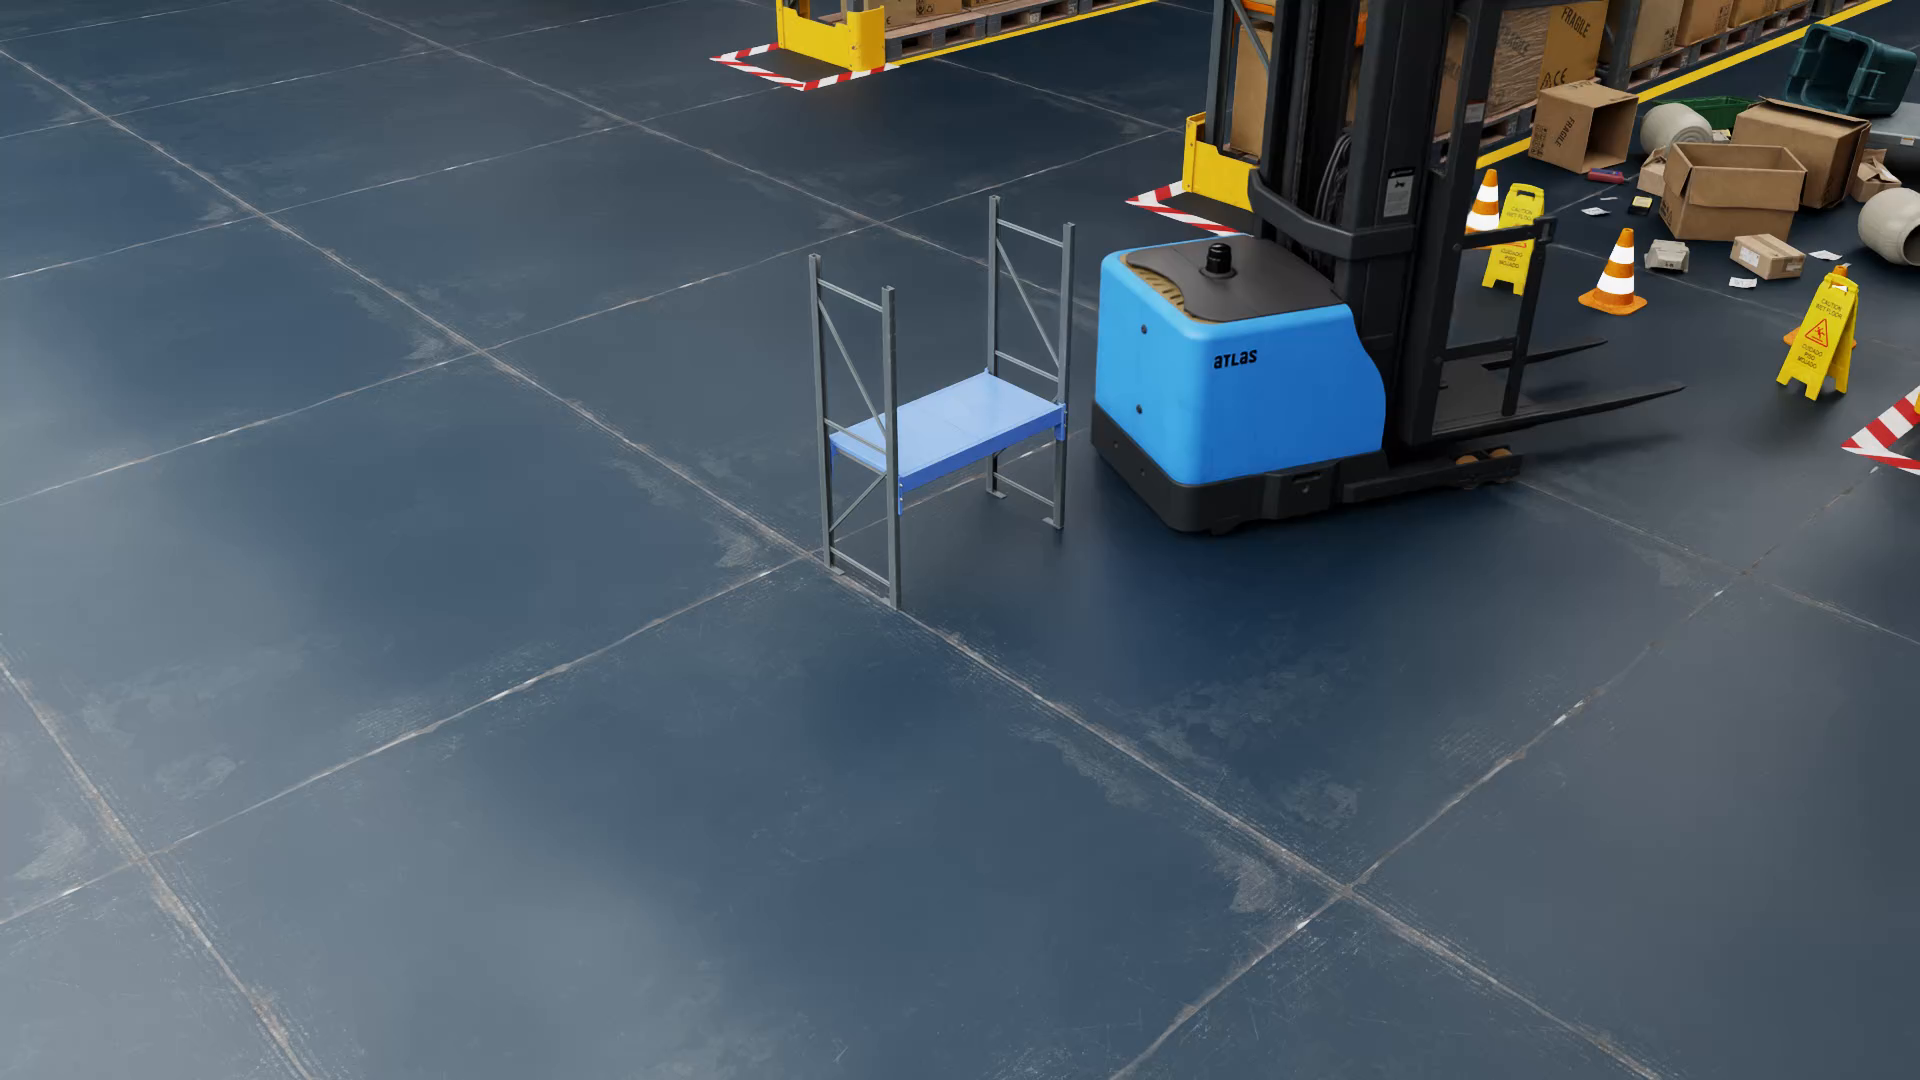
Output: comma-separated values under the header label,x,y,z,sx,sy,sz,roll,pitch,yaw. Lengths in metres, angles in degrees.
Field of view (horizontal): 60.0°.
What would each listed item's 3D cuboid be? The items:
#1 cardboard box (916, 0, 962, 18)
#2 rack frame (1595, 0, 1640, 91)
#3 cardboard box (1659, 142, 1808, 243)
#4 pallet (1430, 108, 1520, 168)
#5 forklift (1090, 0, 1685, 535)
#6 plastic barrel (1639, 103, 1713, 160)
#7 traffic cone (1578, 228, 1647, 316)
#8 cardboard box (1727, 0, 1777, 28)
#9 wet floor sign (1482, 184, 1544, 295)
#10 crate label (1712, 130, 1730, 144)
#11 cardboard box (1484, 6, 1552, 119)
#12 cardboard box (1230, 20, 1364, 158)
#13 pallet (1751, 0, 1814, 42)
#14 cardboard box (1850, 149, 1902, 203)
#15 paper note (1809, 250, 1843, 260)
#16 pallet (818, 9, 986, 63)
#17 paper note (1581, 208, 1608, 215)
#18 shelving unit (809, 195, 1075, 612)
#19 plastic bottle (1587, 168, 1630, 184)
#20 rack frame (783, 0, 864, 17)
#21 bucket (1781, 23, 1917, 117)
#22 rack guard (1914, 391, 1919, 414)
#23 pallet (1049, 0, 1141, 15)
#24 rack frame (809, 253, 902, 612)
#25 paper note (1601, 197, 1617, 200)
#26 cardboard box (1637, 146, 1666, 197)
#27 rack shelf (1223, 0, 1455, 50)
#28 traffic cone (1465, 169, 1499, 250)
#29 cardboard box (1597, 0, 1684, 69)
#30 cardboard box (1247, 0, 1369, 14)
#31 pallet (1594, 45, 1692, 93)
label,x,y,z,sx,sy,sz,roll,pitch,yaw
cardboard box,-0.319,-5.120,15.241,0.500,0.500,0.500,-15,35,-23
rack frame,5.028,-5.053,13.138,0.127,3.000,1.000,-26,40,-35
cardboard box,5.101,-2.303,11.033,0.797,0.503,0.637,4,32,6
pallet,3.522,-3.188,12.762,1.213,0.211,1.003,-26,40,-35
forklift,2.232,-1.742,7.790,3.031,2.935,1.130,-11,33,-17
plastic barrel,5.239,-2.964,12.192,0.421,0.421,0.512,-1,31,-2
traffic cone,3.969,-1.644,9.995,0.334,0.463,0.336,-26,40,-35
cardboard box,6.814,-5.198,15.129,0.750,0.750,1.050,-25,39,-35
wet floor sign,3.420,-1.862,10.176,0.267,0.644,0.232,22,37,31
crate label,5.627,-2.981,12.494,0.298,0.136,0.250,4,32,6
cardboard box,3.861,-3.808,12.736,0.875,0.875,0.875,-25,40,-35
cardboard box,2.547,-3.172,11.697,0.875,0.875,0.875,-26,40,-35
pallet,7.332,-5.031,15.775,1.213,0.211,1.003,-26,40,-35
cardboard box,6.411,-2.561,11.683,0.258,0.266,0.396,4,32,6
paper note,5.599,-1.845,10.749,0.142,0.019,0.148,-12,34,-19
pallet,-0.528,-4.679,15.200,1.213,0.211,1.003,-26,40,-35
paper note,4.368,-2.258,11.416,0.142,0.017,0.144,-12,34,-19
shelving unit,-0.063,-0.610,7.309,1.048,1.500,0.538,-26,40,-35
plastic bottle,4.675,-2.616,11.970,0.283,0.061,0.133,15,34,23
rack frame,-1.204,-5.567,13.979,0.127,3.000,1.000,-26,40,-35
bucket,6.496,-3.374,12.074,0.620,0.611,0.726,-3,30,-25
rack guard,5.590,-0.737,8.476,0.348,0.500,1.175,-26,40,-35
pallet,1.261,-5.545,16.615,1.213,0.211,1.003,-26,40,-35
rack frame,-0.435,-0.429,7.014,0.032,1.500,0.500,-26,40,-35
paper note,4.546,-2.392,11.652,0.123,0.001,0.032,-7,32,-11
cardboard box,5.020,-2.572,11.702,0.258,0.266,0.396,-19,36,-28
rack shelf,3.561,-4.036,12.165,4.000,0.370,1.077,-26,40,-35
traffic cone,3.450,-2.197,10.899,0.334,0.463,0.336,-26,40,-35
cardboard box,5.422,-4.527,14.031,0.750,0.750,1.050,-26,40,-36
cardboard box,2.336,-3.847,11.022,0.550,0.550,0.875,-26,40,-35
pallet,5.542,-4.166,14.360,1.213,0.211,1.003,-26,40,-35
